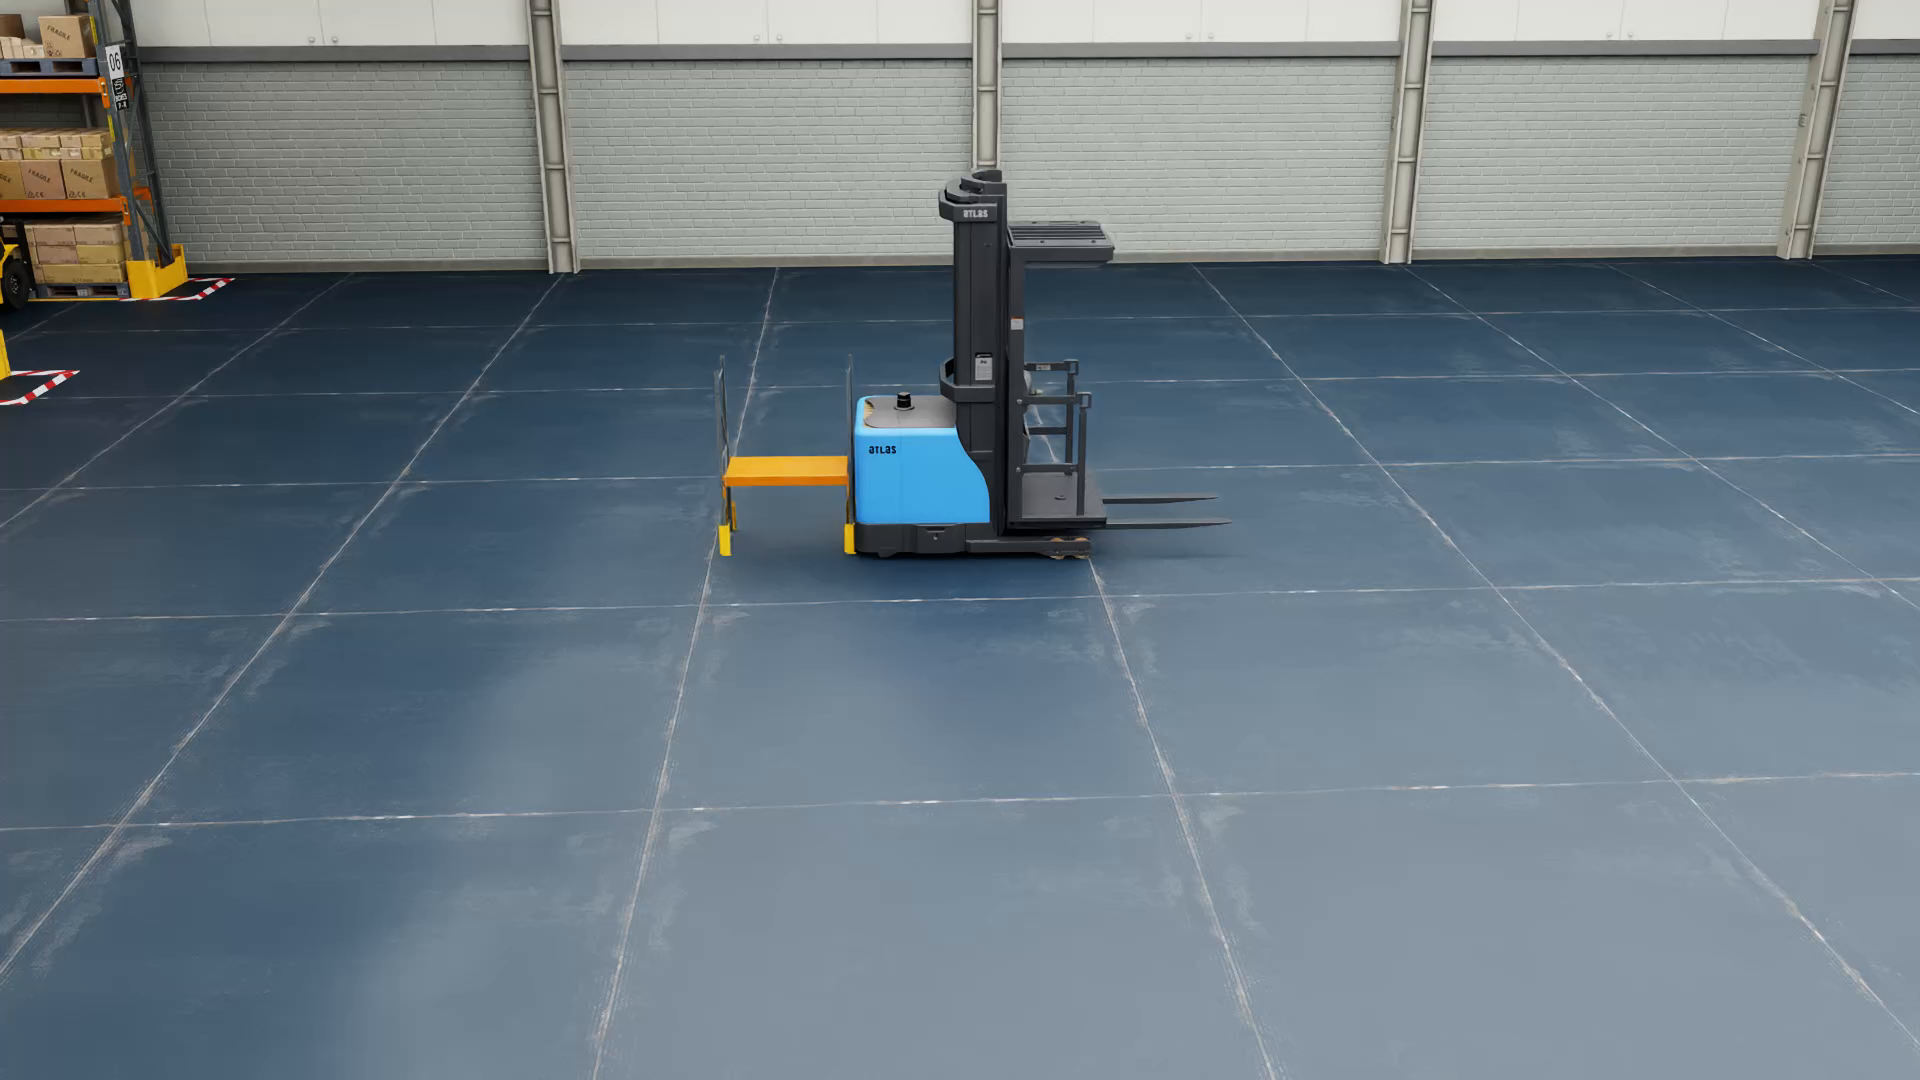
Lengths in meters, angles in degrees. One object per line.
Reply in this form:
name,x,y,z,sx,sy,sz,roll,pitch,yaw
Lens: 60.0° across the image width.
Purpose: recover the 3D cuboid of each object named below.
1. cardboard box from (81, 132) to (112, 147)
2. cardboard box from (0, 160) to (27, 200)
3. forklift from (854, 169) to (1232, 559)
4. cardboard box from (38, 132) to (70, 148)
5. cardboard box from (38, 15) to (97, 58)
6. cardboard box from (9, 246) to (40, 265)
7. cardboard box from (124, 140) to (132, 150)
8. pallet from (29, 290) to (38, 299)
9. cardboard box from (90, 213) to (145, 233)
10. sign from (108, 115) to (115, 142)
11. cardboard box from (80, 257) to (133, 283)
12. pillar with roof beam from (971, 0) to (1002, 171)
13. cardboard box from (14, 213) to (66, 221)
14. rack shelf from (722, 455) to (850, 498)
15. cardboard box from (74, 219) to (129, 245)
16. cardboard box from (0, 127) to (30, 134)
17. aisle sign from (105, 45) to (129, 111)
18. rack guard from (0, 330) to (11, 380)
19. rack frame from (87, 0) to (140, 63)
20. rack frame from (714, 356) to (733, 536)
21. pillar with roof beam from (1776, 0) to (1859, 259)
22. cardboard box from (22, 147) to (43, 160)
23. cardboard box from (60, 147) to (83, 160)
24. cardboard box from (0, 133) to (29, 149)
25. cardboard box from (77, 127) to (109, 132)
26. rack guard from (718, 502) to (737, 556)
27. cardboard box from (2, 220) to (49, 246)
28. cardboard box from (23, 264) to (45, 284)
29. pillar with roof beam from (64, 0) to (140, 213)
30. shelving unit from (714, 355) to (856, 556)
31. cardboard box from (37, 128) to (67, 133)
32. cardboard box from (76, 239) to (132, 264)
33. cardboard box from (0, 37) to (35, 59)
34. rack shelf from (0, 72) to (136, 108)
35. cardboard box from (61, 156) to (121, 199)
cardboard box,-11.212,-5.209,21.618,0.250,0.149,0.380,-1,21,-3
cardboard box,-12.373,-4.728,21.684,0.500,0.500,0.500,-2,21,-4
forklift,0.668,-1.405,13.193,3.031,2.935,1.130,-1,21,-2
cardboard box,-11.716,-5.178,21.537,0.250,0.149,0.380,-1,21,-2
cardboard box,-11.294,-6.399,21.125,0.500,0.500,0.500,0,21,-1
cardboard box,-12.350,-3.802,21.964,0.500,0.250,0.500,-2,21,-4
cardboard box,-11.220,-5.238,22.110,0.250,0.149,0.380,-2,21,-4
pallet,-12.843,-3.445,22.374,1.213,0.211,1.003,-1,21,-3
cardboard box,-11.357,-4.239,22.407,0.500,0.250,0.500,-1,21,-4
sign,-10.849,-5.261,21.265,0.005,0.325,0.100,-1,21,-3
cardboard box,-11.317,-3.592,22.114,0.500,0.250,0.500,-1,21,-3
pillar with roof beam,0.613,-6.627,18.380,0.400,9.000,9.100,-1,21,-3
cardboard box,-12.356,-4.221,22.361,0.500,0.250,0.500,-1,21,-3
rack shelf,-1.382,-0.518,13.380,1.000,0.185,0.538,-1,21,-2
cardboard box,-11.308,-4.061,21.941,0.500,0.250,0.500,0,21,-1
cardboard box,-12.517,-5.373,22.047,0.250,0.149,0.380,-2,21,-4
aisle sign,-10.784,-5.915,21.287,0.004,0.787,0.394,-1,21,-3
rack guard,-10.655,-1.870,17.829,0.348,0.500,1.175,-1,21,-3
rack frame,-10.866,-7.606,20.952,0.127,3.000,1.000,-1,21,-3
rack frame,-1.890,-0.681,13.301,0.032,1.500,0.500,-1,21,-2
pillar with roof beam,12.594,-6.871,19.020,0.400,9.000,9.100,-1,21,-3
cardboard box,-11.961,-5.046,21.606,0.250,0.149,0.380,-1,21,-3
cardboard box,-11.450,-5.030,21.565,0.250,0.149,0.380,-1,21,-2
cardboard box,-12.223,-5.155,21.475,0.250,0.149,0.380,-1,21,-2
cardboard box,-11.483,-5.377,22.059,0.250,0.149,0.380,0,21,-1
rack guard,-1.889,-0.097,13.524,0.087,0.250,0.587,-1,21,-2
cardboard box,-12.321,-4.035,21.872,0.500,0.250,0.500,-1,21,-2
cardboard box,-12.314,-3.578,22.078,0.500,0.250,0.500,-1,21,-2
pillar with roof beam,-11.367,-6.383,17.739,0.400,9.000,9.100,-1,21,-3
shelving unit,-1.391,-0.686,13.316,1.083,1.500,0.587,-1,21,-2
cardboard box,-11.988,-5.357,22.006,0.250,0.149,0.380,-1,21,-3
cardboard box,-11.334,-3.827,22.028,0.500,0.250,0.500,-1,21,-4
cardboard box,-11.929,-6.255,21.076,0.258,0.266,0.396,-1,21,-3
rack shelf,-12.863,-5.828,21.507,4.000,0.370,1.077,-1,21,-3
cardboard box,-11.343,-4.746,21.731,0.500,0.500,0.500,-2,21,-4
